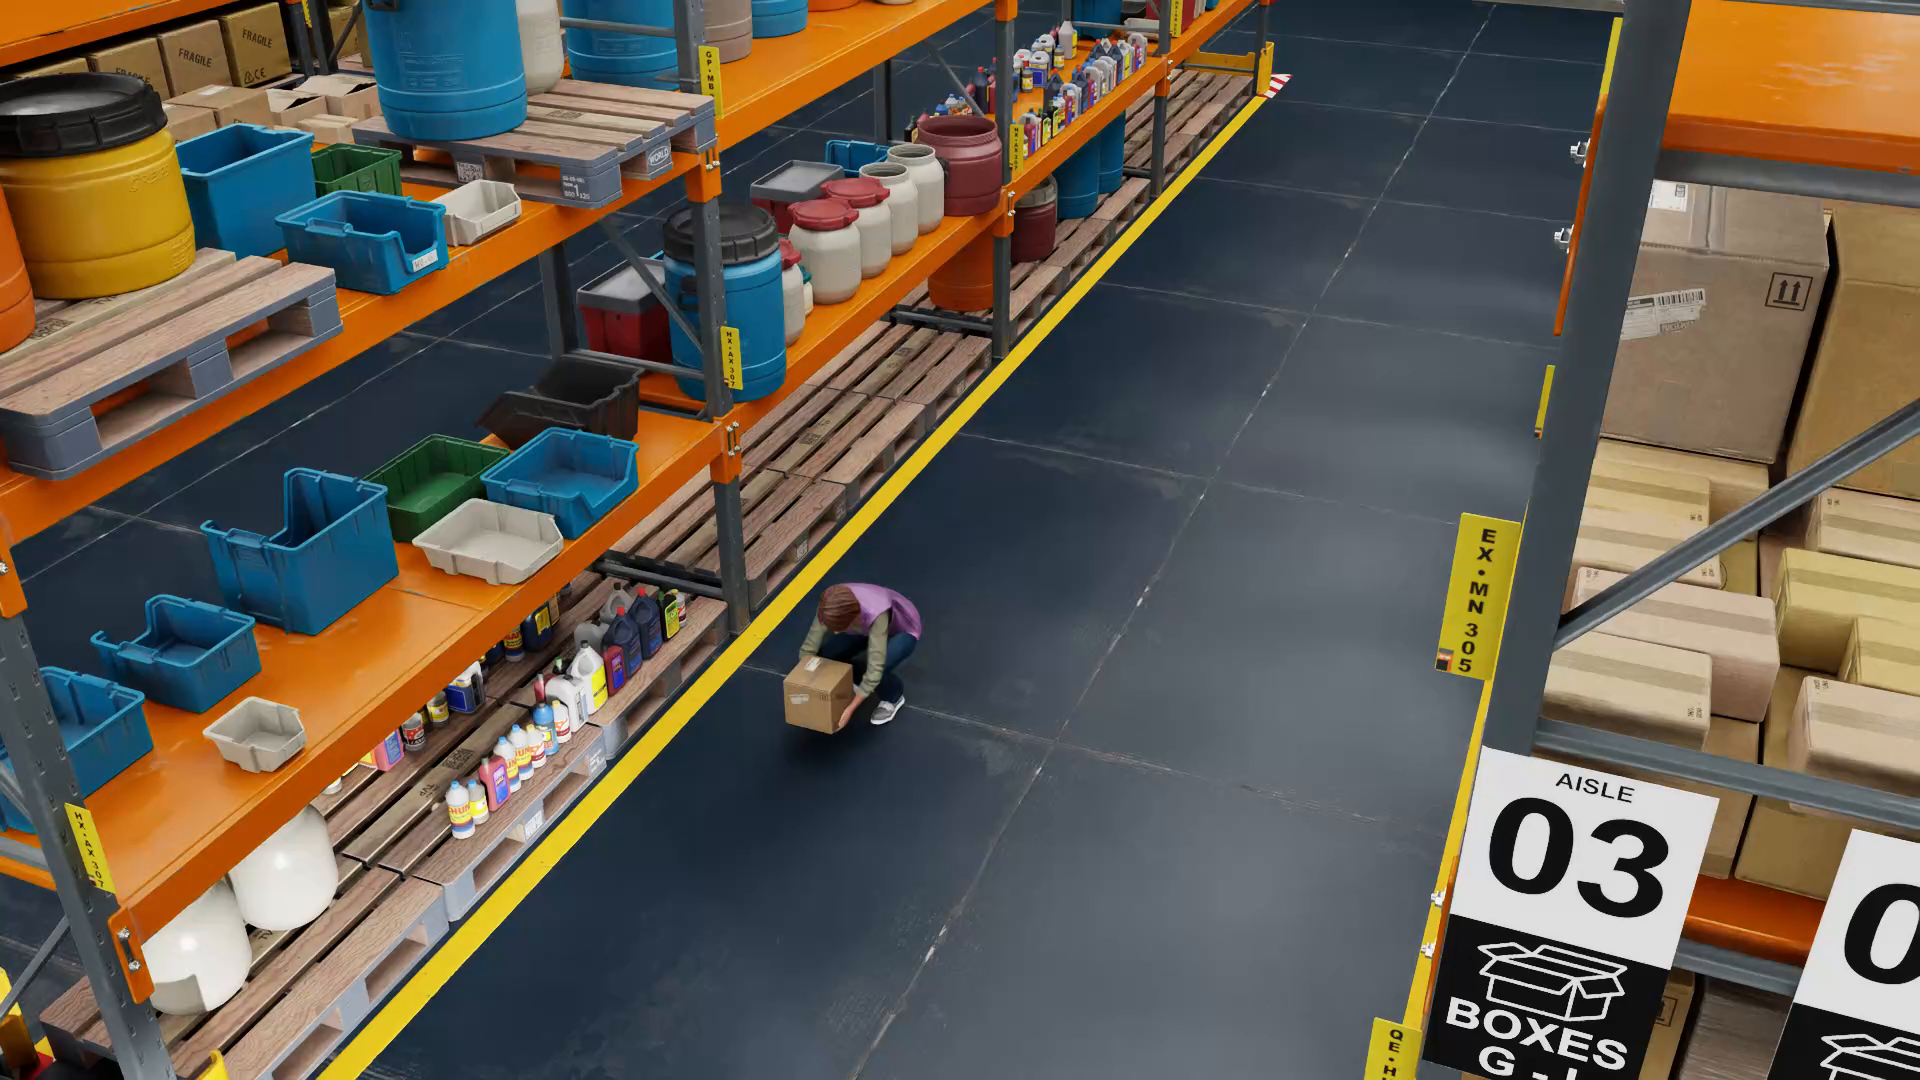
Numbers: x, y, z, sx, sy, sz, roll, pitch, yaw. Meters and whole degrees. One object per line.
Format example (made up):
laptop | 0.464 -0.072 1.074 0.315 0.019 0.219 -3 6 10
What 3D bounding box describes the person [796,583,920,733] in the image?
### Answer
person | -0.489 0.520 8.210 0.476 0.891 0.820 19 35 29
